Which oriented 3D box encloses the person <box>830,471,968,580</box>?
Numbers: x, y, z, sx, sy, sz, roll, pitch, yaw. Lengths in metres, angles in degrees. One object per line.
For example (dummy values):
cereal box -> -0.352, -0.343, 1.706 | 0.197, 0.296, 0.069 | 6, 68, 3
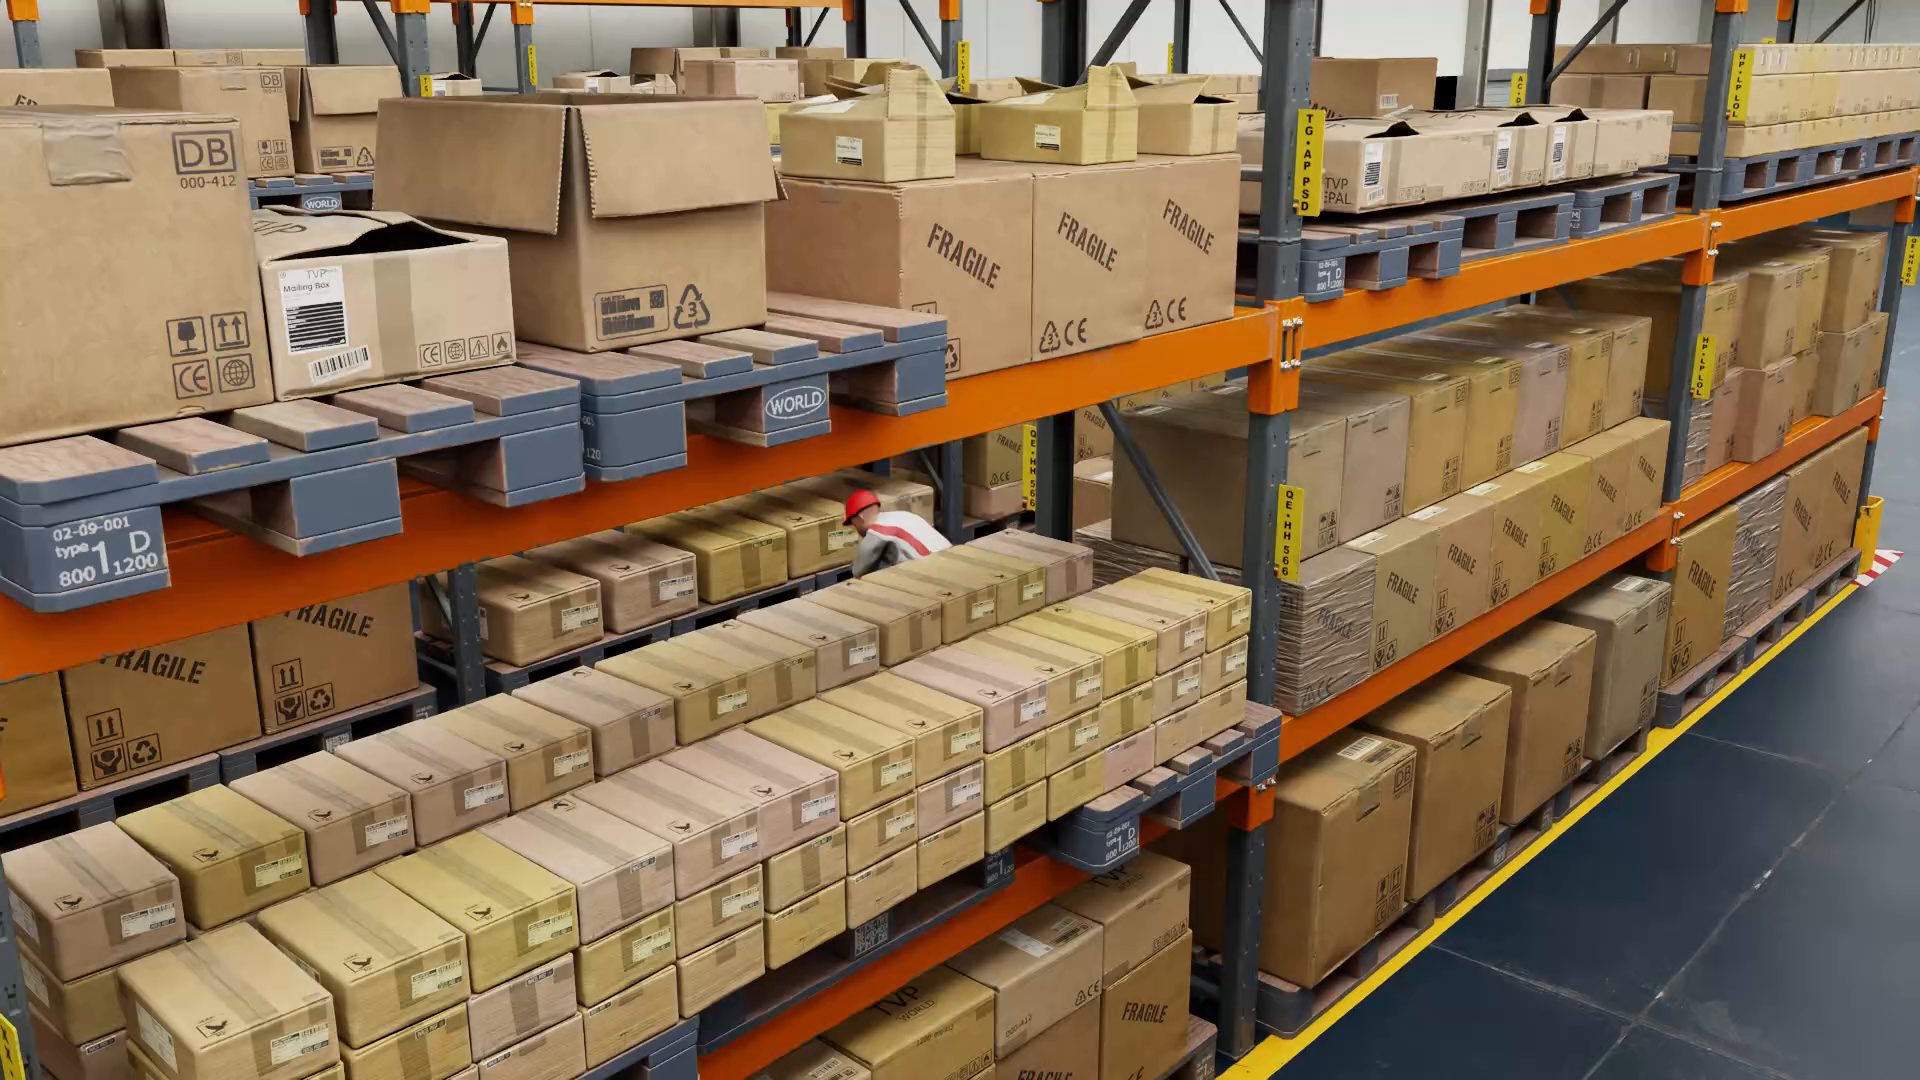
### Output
person -> -0.392, 0.216, 9.853 | 0.957, 1.166, 0.482 | 13, 21, 38
